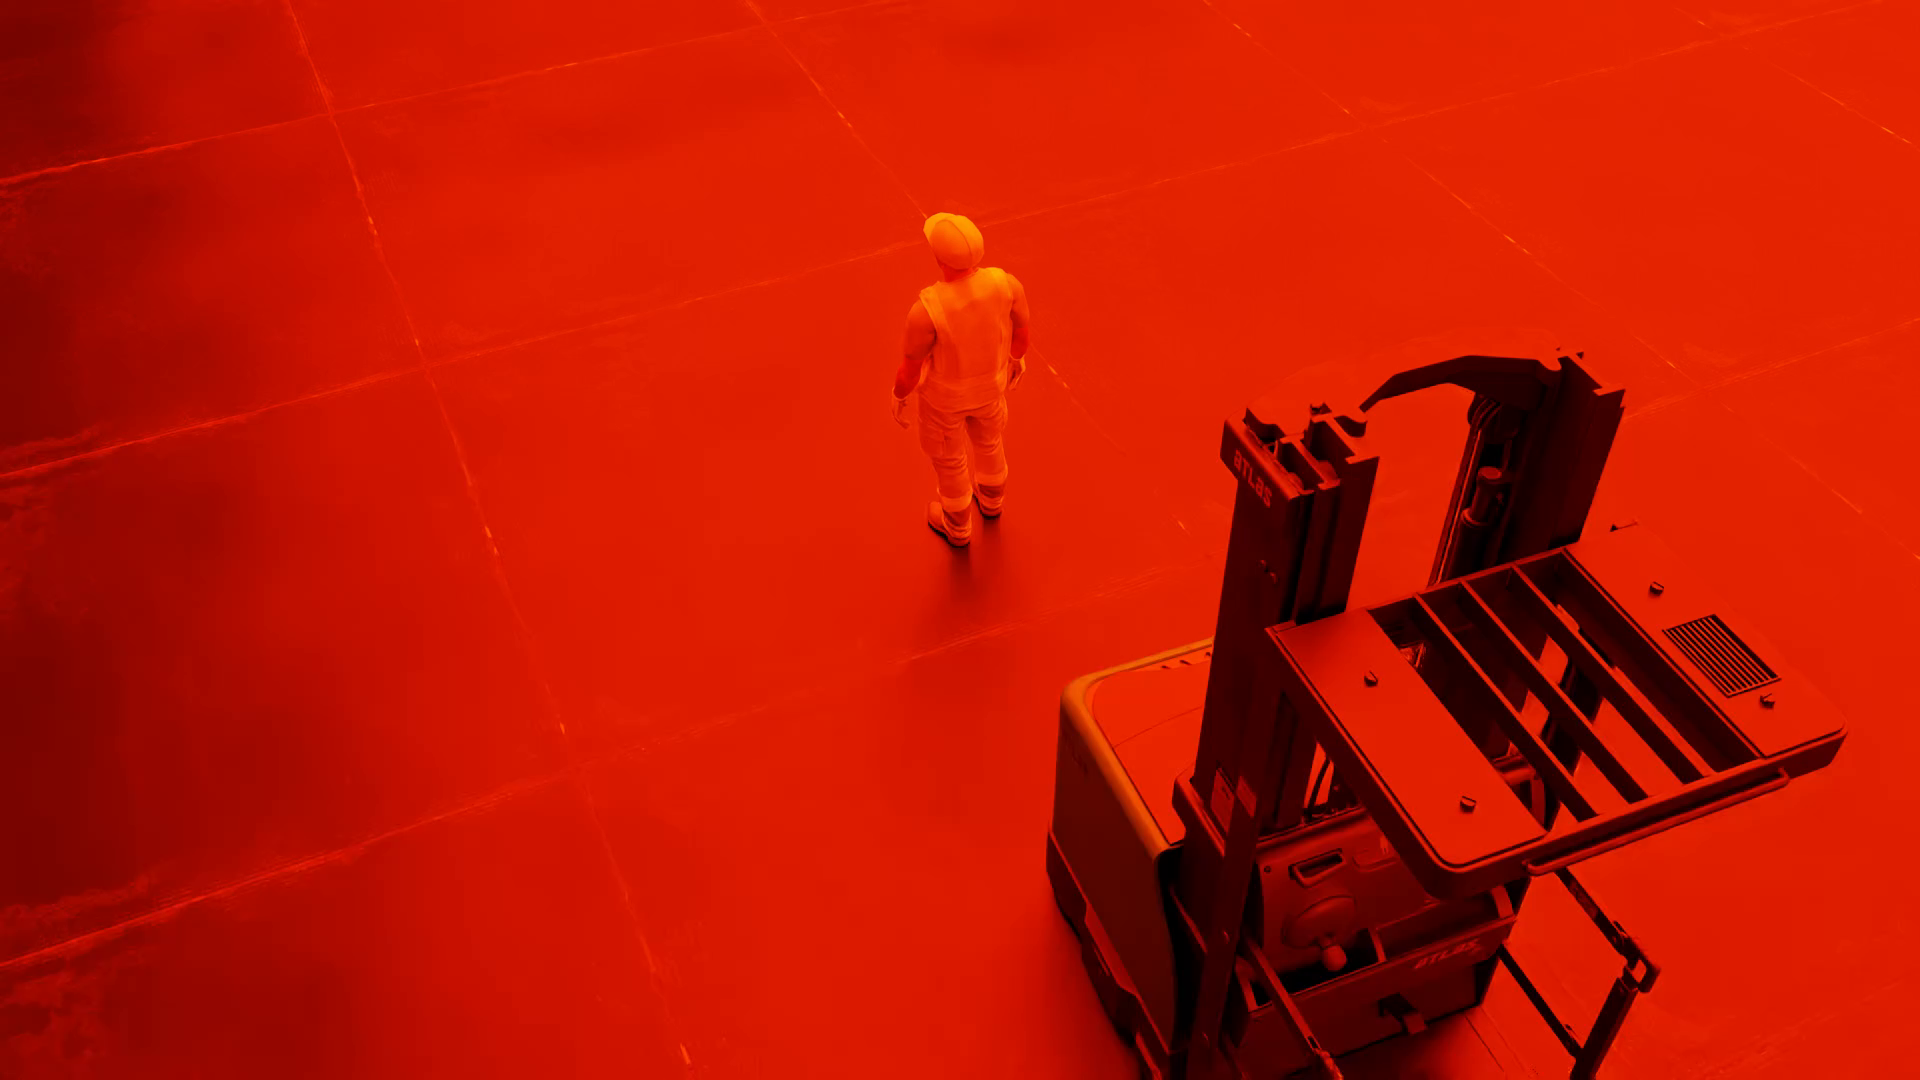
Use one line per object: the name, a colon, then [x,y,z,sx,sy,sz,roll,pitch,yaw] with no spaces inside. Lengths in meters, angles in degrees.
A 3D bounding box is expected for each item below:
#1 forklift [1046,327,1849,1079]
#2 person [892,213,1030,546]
forklift: [1.341,1.019,4.588,1.130,2.935,3.031,-15,45,-16]
person: [-0.023,-0.711,7.272,0.637,1.785,0.562,-18,46,-18]
